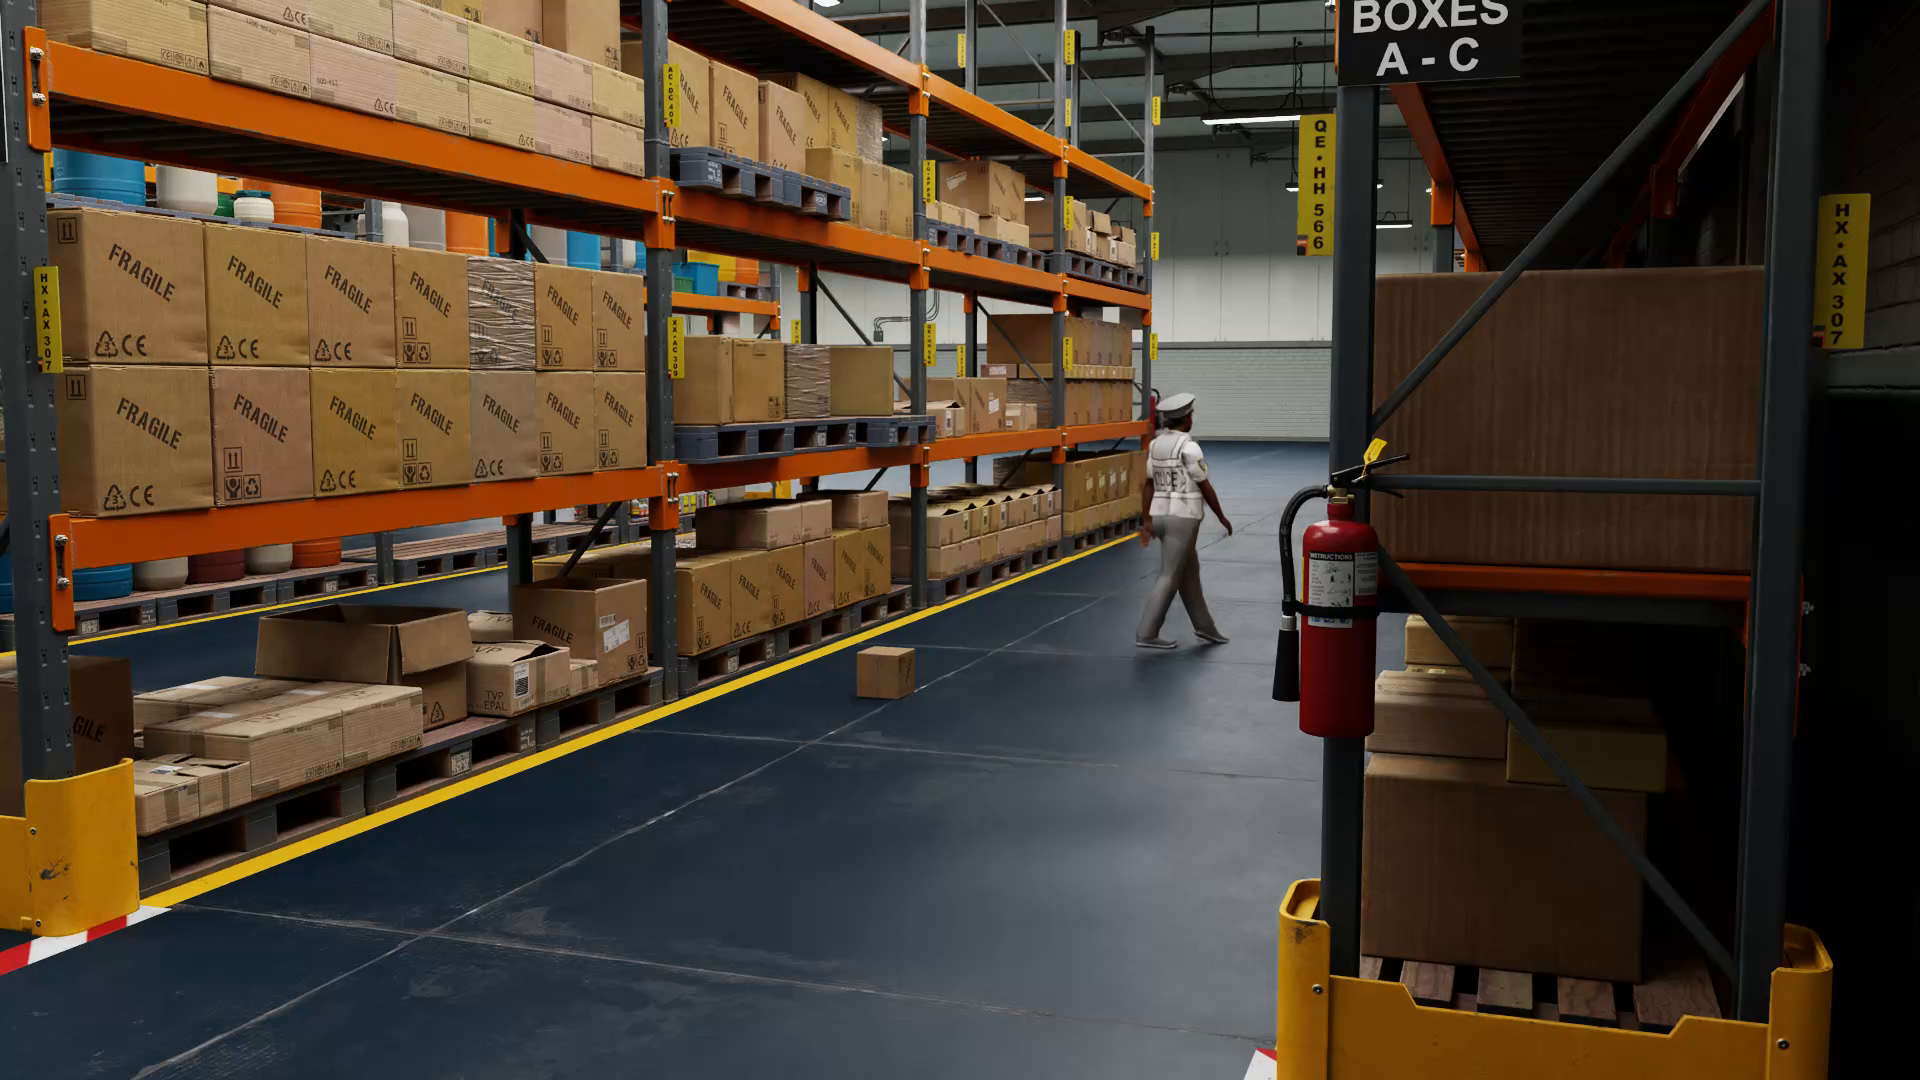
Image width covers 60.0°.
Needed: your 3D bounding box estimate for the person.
[{"bbox_3d":[1.486,-0.112,10.852,0.855,1.687,0.457,-3,6,-28],"label":"person"}]
